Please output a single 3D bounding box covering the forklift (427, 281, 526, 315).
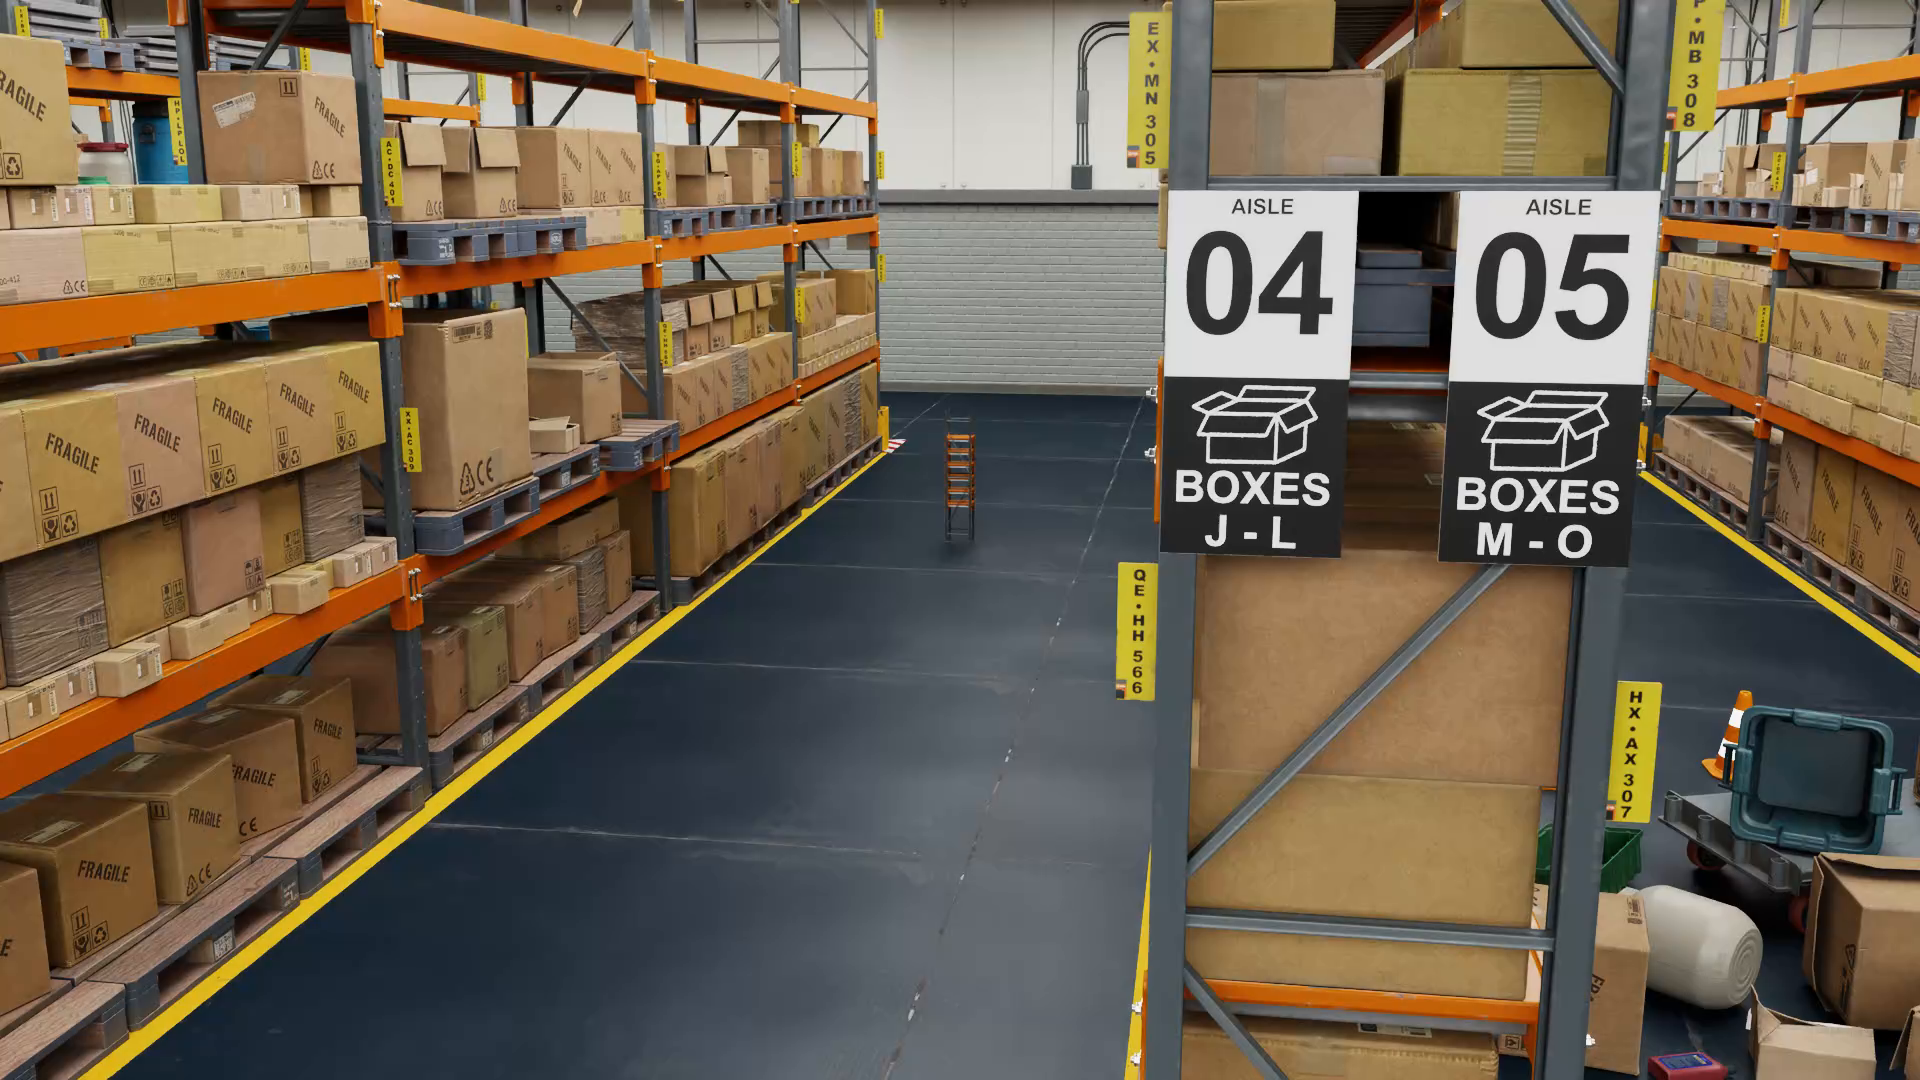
[{"bbox_3d":[-4.646,-1.642,15.913,1.130,2.935,3.031,2,12,10],"label":"forklift"}]

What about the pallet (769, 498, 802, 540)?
[{"bbox_3d":[-2.138,-0.239,15.856,1.003,0.211,1.213,2,12,9],"label":"pallet"}]

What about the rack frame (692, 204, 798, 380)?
[{"bbox_3d":[-2.094,-1.765,16.319,1.000,3.000,0.127,2,12,9],"label":"rack frame"}]

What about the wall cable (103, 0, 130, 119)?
[{"bbox_3d":[-12.266,-8.041,26.583,3.097,2.526,0.112,2,12,9],"label":"wall cable"}]

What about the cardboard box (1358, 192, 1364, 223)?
[{"bbox_3d":[1.705,-1.270,6.264,0.380,0.149,0.250,2,12,9],"label":"cardboard box"}]

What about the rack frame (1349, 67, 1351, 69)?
[{"bbox_3d":[2.176,-3.683,10.980,1.000,3.000,0.127,2,12,9],"label":"rack frame"}]

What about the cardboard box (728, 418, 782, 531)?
[{"bbox_3d":[-2.309,-0.612,15.014,1.225,0.875,0.875,1,12,7],"label":"cardboard box"}]

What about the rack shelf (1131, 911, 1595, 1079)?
[{"bbox_3d":[1.254,0.850,5.893,1.077,0.370,4.000,2,12,9],"label":"rack shelf"}]

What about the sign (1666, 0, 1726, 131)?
[{"bbox_3d":[1.493,-0.998,3.379,0.100,0.325,0.005,2,12,9],"label":"sign"}]

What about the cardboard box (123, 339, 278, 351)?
[{"bbox_3d":[-3.645,-0.697,8.048,0.500,0.500,0.500,2,12,9],"label":"cardboard box"}]

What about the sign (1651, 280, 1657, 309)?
[{"bbox_3d":[7.766,-2.758,18.683,0.100,0.325,0.005,2,12,9],"label":"sign"}]

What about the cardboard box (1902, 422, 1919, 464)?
[{"bbox_3d":[6.904,-0.651,11.509,0.500,0.250,0.500,1,12,7],"label":"cardboard box"}]

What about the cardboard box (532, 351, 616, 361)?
[{"bbox_3d":[-2.753,-1.073,11.873,0.500,0.500,0.500,0,12,2],"label":"cardboard box"}]

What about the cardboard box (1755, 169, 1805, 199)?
[{"bbox_3d":[7.480,-3.242,15.138,0.396,0.266,0.258,2,12,10],"label":"cardboard box"}]

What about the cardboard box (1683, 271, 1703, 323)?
[{"bbox_3d":[7.814,-2.508,17.158,0.500,0.500,0.500,2,12,8],"label":"cardboard box"}]

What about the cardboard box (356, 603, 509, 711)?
[{"bbox_3d":[-3.117,0.682,9.857,0.700,0.500,0.500,2,12,8],"label":"cardboard box"}]

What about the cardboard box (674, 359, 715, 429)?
[{"bbox_3d":[-2.288,-1.181,13.372,0.500,0.500,0.500,2,12,7],"label":"cardboard box"}]

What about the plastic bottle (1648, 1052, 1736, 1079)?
[{"bbox_3d":[2.690,1.940,6.105,0.283,0.061,0.133,-2,12,-11],"label":"plastic bottle"}]

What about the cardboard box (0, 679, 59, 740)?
[{"bbox_3d":[-3.486,0.597,5.957,0.380,0.149,0.250,2,12,9],"label":"cardboard box"}]

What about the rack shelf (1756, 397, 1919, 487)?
[{"bbox_3d":[7.391,-0.676,12.973,1.077,0.370,4.000,2,12,9],"label":"rack shelf"}]

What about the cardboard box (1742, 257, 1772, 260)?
[{"bbox_3d":[8.295,-2.837,17.142,0.380,0.149,0.250,2,12,8],"label":"cardboard box"}]

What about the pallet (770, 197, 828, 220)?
[{"bbox_3d":[-1.958,-3.358,16.801,1.003,0.211,1.213,2,12,9],"label":"pallet"}]

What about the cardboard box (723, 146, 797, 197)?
[{"bbox_3d":[-2.033,-3.699,16.703,0.700,0.500,0.500,1,12,5],"label":"cardboard box"}]

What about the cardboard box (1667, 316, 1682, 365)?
[{"bbox_3d":[7.906,-2.129,17.769,0.500,0.500,0.500,2,12,8],"label":"cardboard box"}]

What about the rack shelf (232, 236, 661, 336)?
[{"bbox_3d":[-3.017,-1.631,10.284,1.077,0.370,4.000,2,12,9],"label":"rack shelf"}]

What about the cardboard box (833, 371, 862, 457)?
[{"bbox_3d":[-1.638,-1.439,18.853,0.875,0.875,0.875,2,12,9],"label":"cardboard box"}]

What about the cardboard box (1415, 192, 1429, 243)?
[{"bbox_3d":[1.393,-0.849,4.312,0.380,0.149,0.250,2,12,9],"label":"cardboard box"}]

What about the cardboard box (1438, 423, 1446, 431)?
[{"bbox_3d":[1.501,-0.325,6.719,0.875,0.550,0.550,2,12,9],"label":"cardboard box"}]

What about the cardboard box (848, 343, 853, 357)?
[{"bbox_3d":[-1.403,-2.123,18.579,0.380,0.149,0.250,2,12,9],"label":"cardboard box"}]

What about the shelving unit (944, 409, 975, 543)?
[{"bbox_3d":[-0.002,-0.584,15.110,0.258,1.200,0.189,2,12,9],"label":"shelving unit"}]

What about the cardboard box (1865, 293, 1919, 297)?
[{"bbox_3d":[7.805,-1.772,13.743,0.500,0.500,0.500,2,12,10],"label":"cardboard box"}]

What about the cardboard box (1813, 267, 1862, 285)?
[{"bbox_3d":[8.027,-2.410,15.161,0.380,0.149,0.250,2,12,9],"label":"cardboard box"}]

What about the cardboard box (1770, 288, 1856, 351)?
[{"bbox_3d":[7.346,-1.899,14.332,0.500,0.500,0.500,2,12,9],"label":"cardboard box"}]

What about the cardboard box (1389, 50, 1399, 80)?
[{"bbox_3d":[1.547,-1.450,5.206,0.380,0.149,0.250,2,12,9],"label":"cardboard box"}]

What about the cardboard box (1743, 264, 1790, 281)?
[{"bbox_3d":[7.648,-2.529,15.716,0.380,0.149,0.250,2,12,8],"label":"cardboard box"}]

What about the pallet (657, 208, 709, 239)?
[{"bbox_3d":[-2.662,-2.442,12.789,1.213,0.211,1.003,2,12,11],"label":"pallet"}]

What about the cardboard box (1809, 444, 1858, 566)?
[{"bbox_3d":[7.551,-0.290,13.524,0.875,0.875,0.875,2,12,10],"label":"cardboard box"}]

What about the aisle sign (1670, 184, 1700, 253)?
[{"bbox_3d":[8.038,-3.572,18.532,0.394,0.787,0.004,2,12,9],"label":"aisle sign"}]

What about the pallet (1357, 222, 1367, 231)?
[{"bbox_3d":[1.425,-1.171,6.653,1.003,0.211,1.213,2,12,9],"label":"pallet"}]

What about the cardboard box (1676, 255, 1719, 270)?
[{"bbox_3d":[7.862,-2.959,17.710,0.380,0.149,0.250,2,12,10],"label":"cardboard box"}]

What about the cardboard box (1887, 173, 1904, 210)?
[{"bbox_3d":[6.949,-2.515,12.003,0.396,0.266,0.258,2,12,7],"label":"cardboard box"}]

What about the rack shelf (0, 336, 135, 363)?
[{"bbox_3d":[-11.574,-2.151,19.820,1.077,0.370,4.000,2,12,9],"label":"rack shelf"}]

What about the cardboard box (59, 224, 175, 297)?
[{"bbox_3d":[-3.382,-1.071,6.335,0.500,0.250,0.500,2,12,10],"label":"cardboard box"}]

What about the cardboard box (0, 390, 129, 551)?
[{"bbox_3d":[-3.426,-0.264,6.036,0.500,0.500,0.500,2,12,9],"label":"cardboard box"}]

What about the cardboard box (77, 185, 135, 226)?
[{"bbox_3d":[-3.415,-1.283,6.371,0.380,0.149,0.250,1,12,7],"label":"cardboard box"}]

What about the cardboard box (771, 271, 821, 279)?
[{"bbox_3d":[-1.896,-2.841,19.182,0.500,0.500,0.500,2,12,7],"label":"cardboard box"}]

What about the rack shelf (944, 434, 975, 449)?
[{"bbox_3d":[-0.002,-0.892,15.043,0.258,0.103,0.180,2,12,9],"label":"rack shelf"}]

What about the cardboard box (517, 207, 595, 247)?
[{"bbox_3d":[-2.683,-2.010,10.693,0.500,0.250,0.500,2,12,10],"label":"cardboard box"}]

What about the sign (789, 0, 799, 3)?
[{"bbox_3d":[-1.556,-5.178,15.510,0.100,0.325,0.005,2,12,9],"label":"sign"}]

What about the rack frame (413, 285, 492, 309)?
[{"bbox_3d":[-6.373,-2.758,20.928,1.000,3.000,0.127,2,12,9],"label":"rack frame"}]

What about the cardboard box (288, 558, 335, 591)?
[{"bbox_3d":[-3.213,0.179,7.894,0.380,0.149,0.250,2,12,9],"label":"cardboard box"}]

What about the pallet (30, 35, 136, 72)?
[{"bbox_3d":[-7.462,-3.887,13.322,1.213,0.211,1.003,2,12,9],"label":"pallet"}]

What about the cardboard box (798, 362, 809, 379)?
[{"bbox_3d":[-1.720,-1.693,16.581,0.380,0.149,0.250,2,12,9],"label":"cardboard box"}]

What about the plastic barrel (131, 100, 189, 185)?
[{"bbox_3d":[-7.099,-3.482,14.979,0.600,0.901,0.708,2,12,9],"label":"plastic barrel"}]

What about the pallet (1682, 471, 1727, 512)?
[{"bbox_3d":[8.078,-0.491,17.028,1.003,0.211,1.213,2,12,9],"label":"pallet"}]
